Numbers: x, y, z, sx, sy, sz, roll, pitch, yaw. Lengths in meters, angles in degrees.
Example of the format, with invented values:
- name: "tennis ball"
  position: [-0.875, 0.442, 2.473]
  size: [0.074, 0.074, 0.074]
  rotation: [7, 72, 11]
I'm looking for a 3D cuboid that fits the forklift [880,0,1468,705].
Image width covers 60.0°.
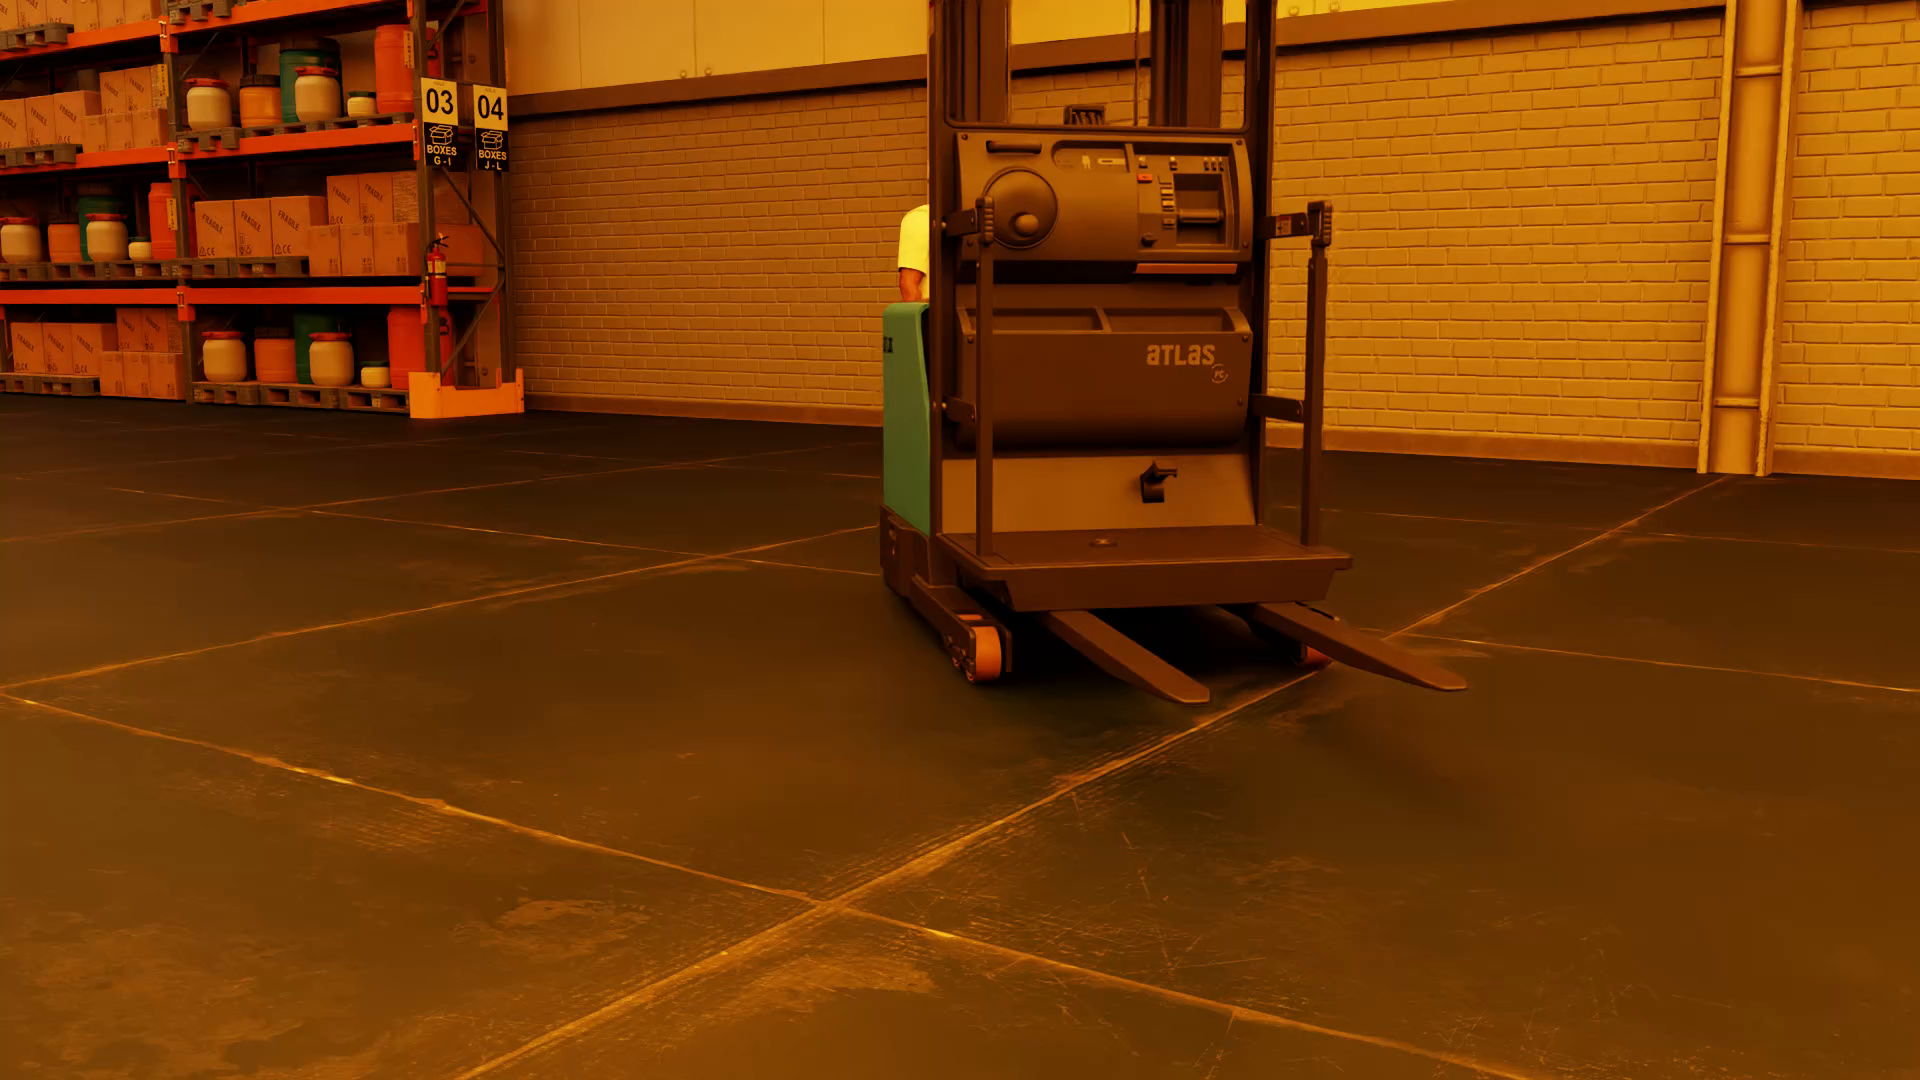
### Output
- name: "forklift"
  position: [0.497, -1.100, 4.929]
  size: [1.130, 2.935, 3.031]
  rotation: [-2, 8, -12]

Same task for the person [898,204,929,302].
- name: "person"
  position: [0.054, -0.876, 7.435]
  size: [0.577, 1.765, 0.666]
  rotation: [5, 10, 34]
